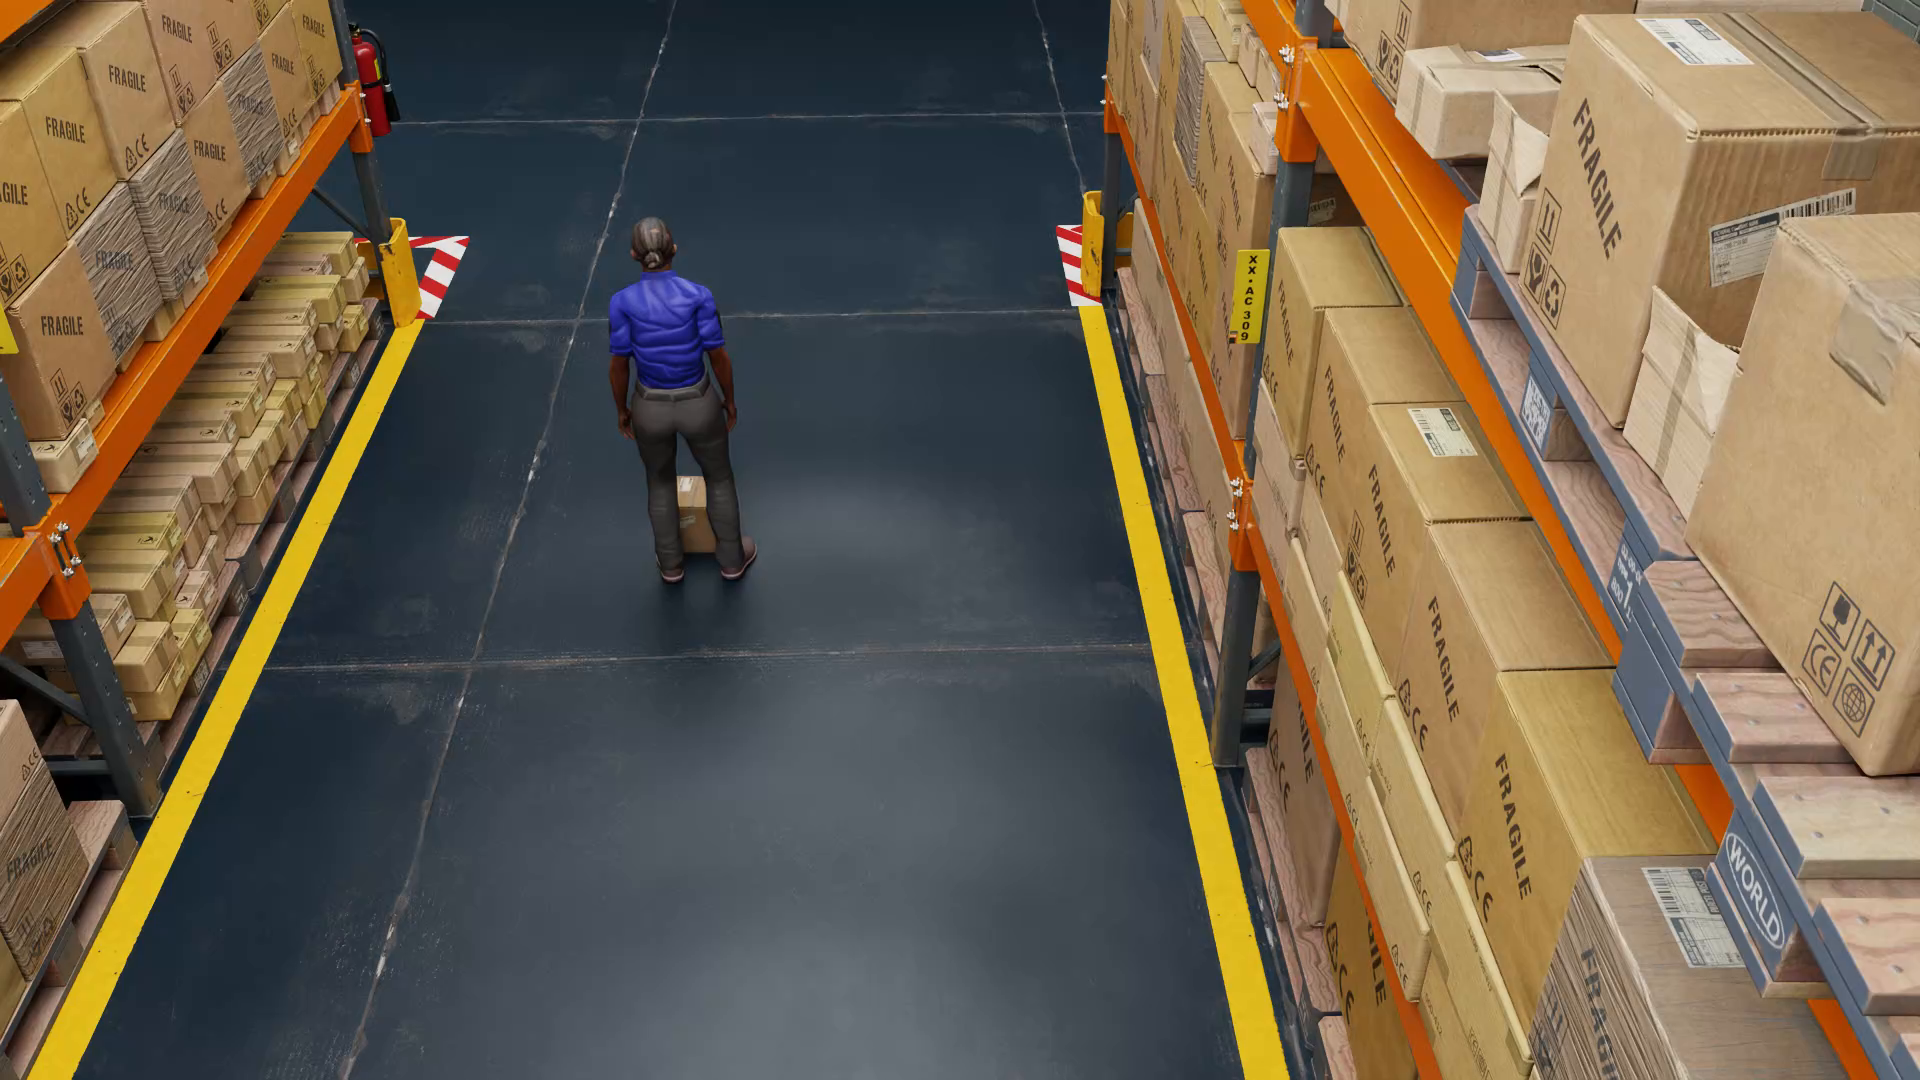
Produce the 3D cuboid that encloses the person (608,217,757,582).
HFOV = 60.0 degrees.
[{"bbox_3d":[-1.167,-0.550,6.924,0.530,1.653,0.352,-4,36,-5],"label":"person"}]
